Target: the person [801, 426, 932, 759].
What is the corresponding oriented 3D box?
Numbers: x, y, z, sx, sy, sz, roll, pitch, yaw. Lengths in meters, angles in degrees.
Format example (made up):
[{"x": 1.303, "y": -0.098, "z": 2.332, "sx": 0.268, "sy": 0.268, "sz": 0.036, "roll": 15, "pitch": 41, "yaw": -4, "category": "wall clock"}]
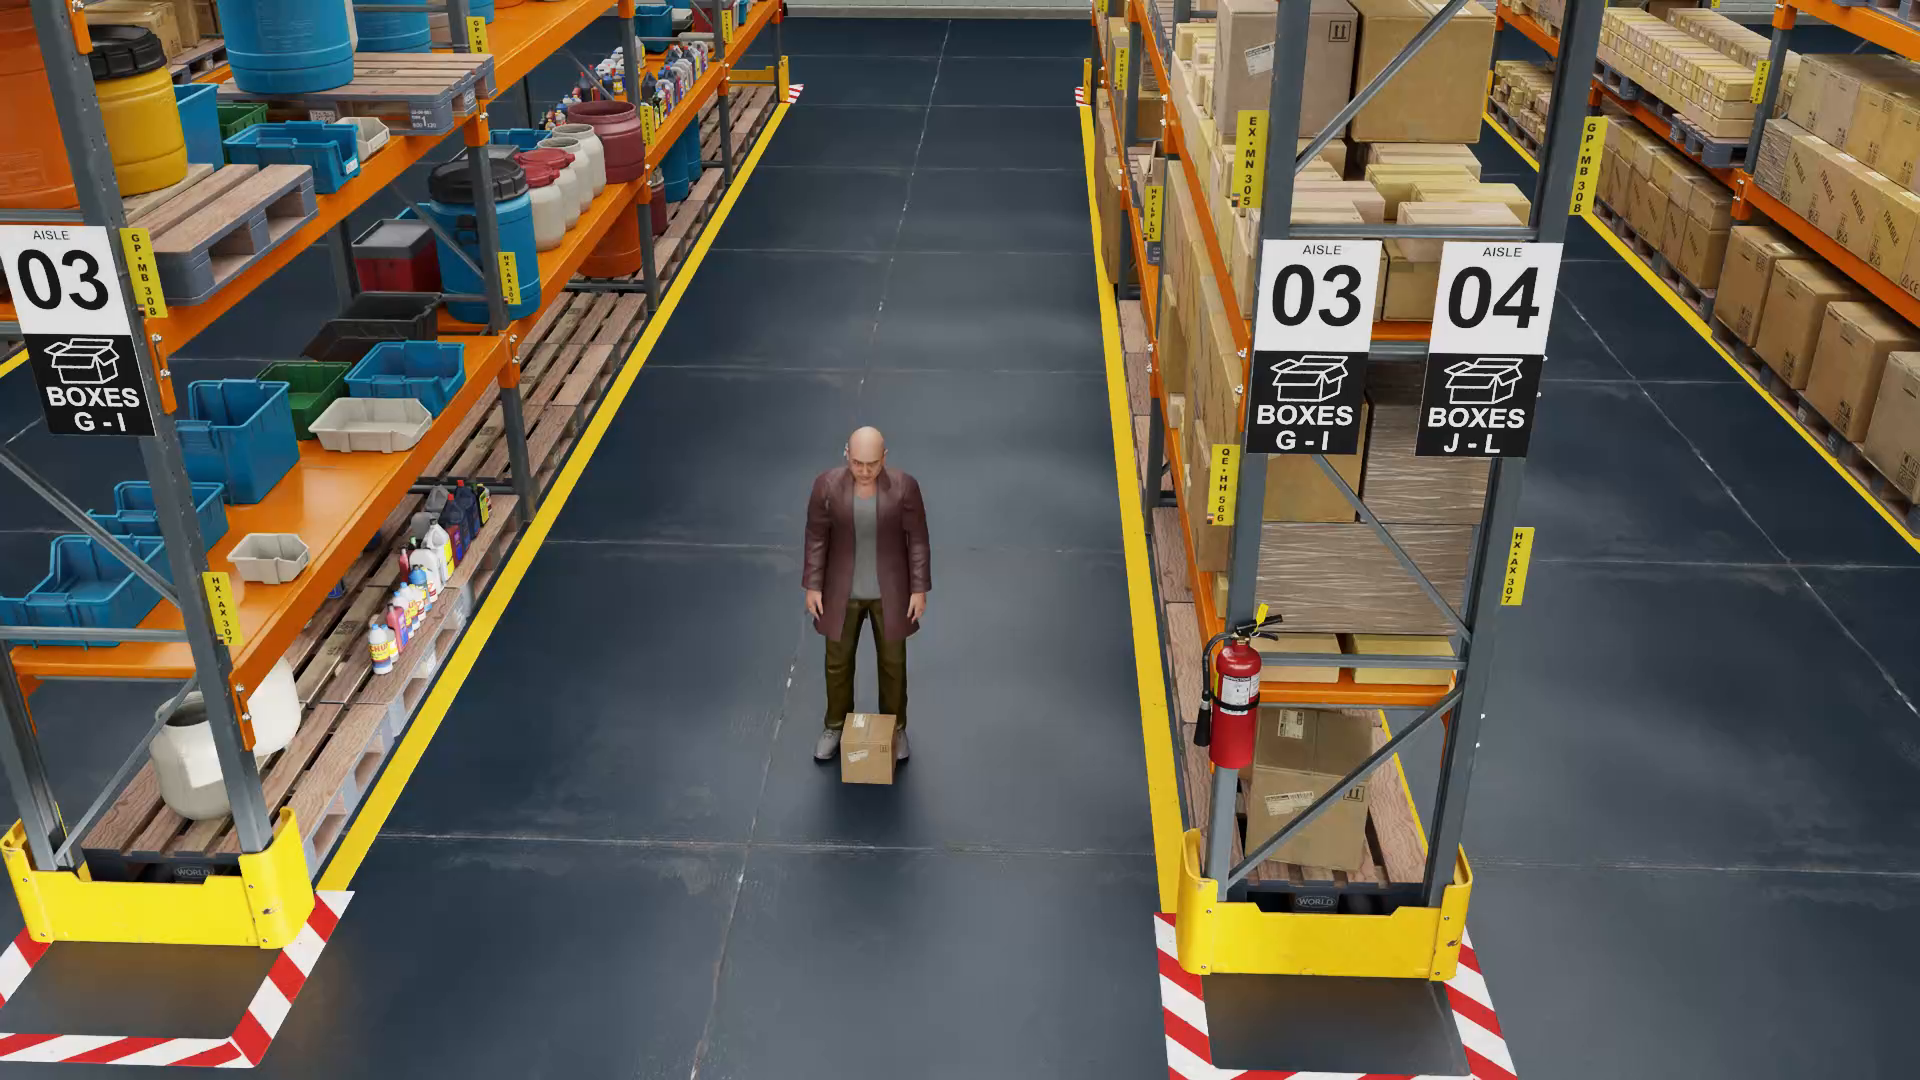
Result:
[{"x": -0.458, "y": 0.248, "z": 8.162, "sx": 0.640, "sy": 1.773, "sz": 0.427, "roll": 1, "pitch": 28, "yaw": 1, "category": "person"}]
